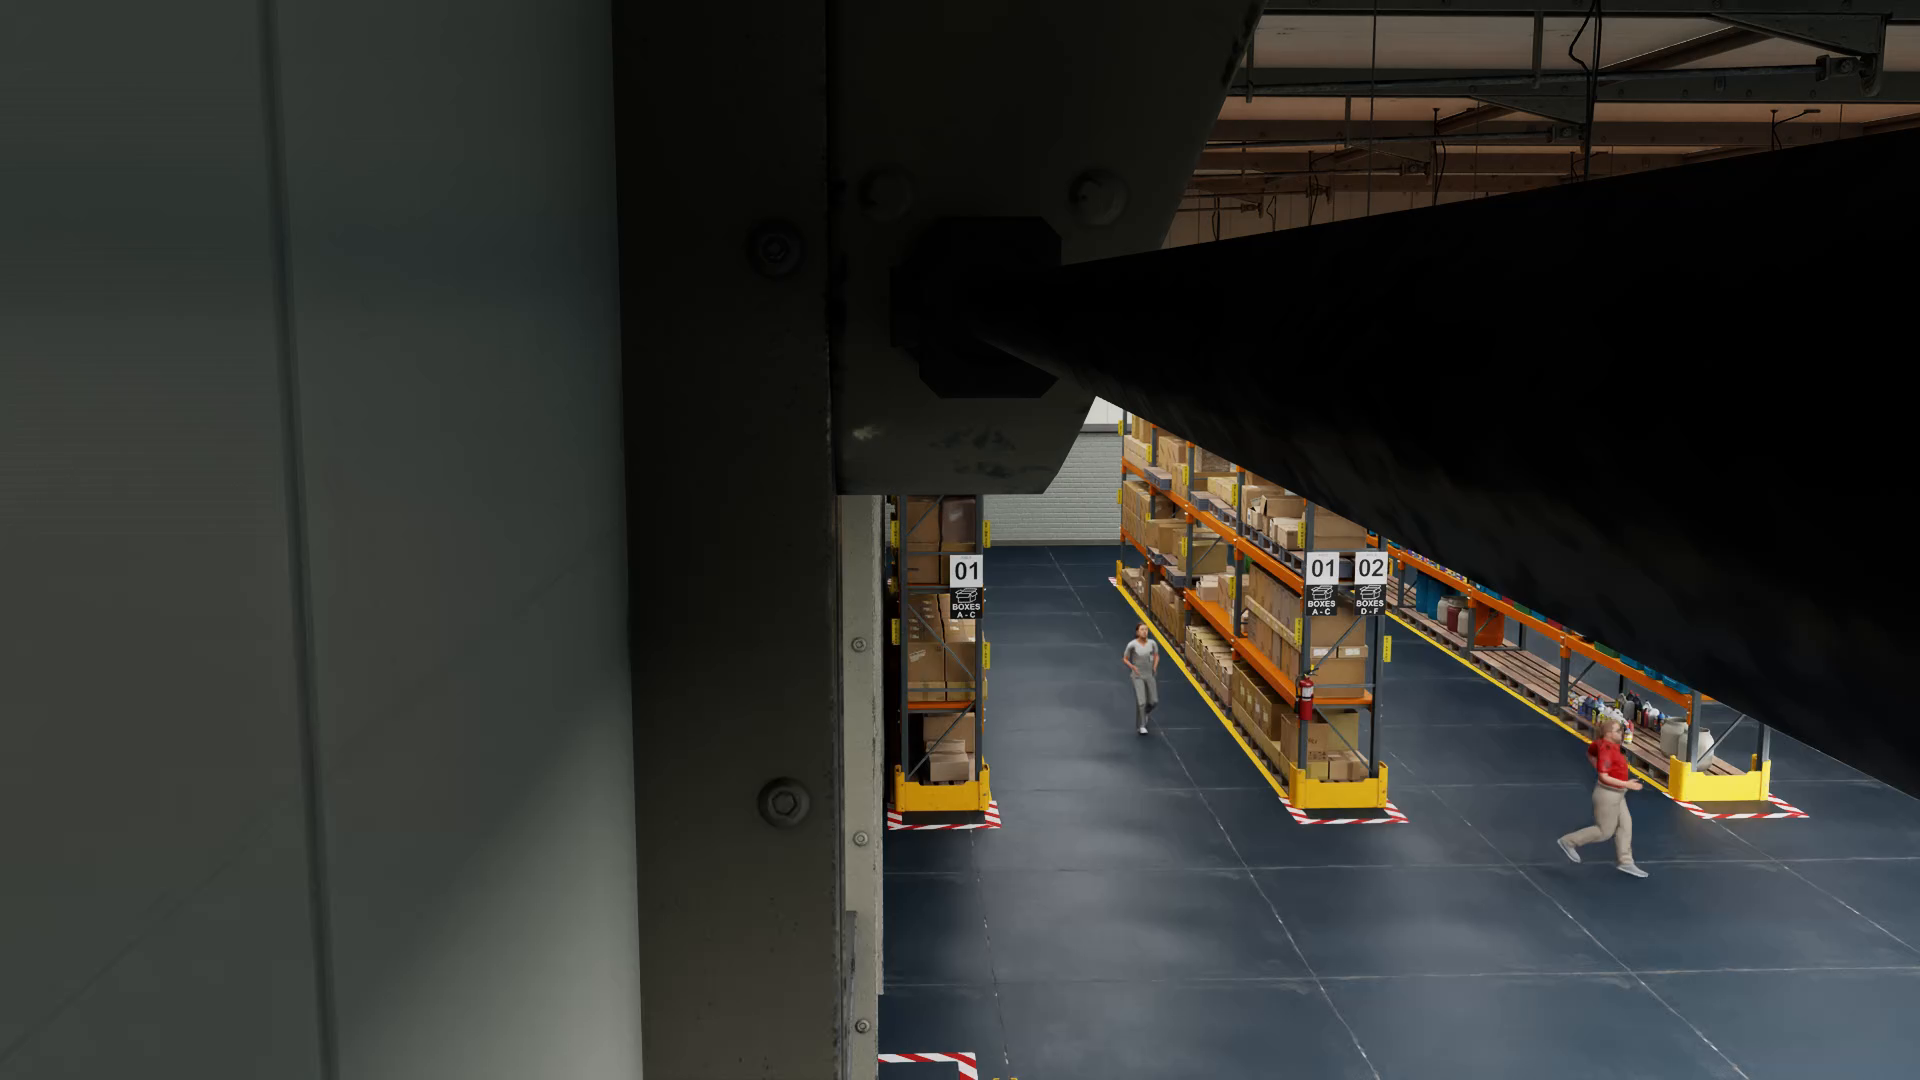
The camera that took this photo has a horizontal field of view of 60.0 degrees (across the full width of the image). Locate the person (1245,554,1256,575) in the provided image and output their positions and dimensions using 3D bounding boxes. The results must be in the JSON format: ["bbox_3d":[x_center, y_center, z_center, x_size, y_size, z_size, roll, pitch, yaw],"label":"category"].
[{"bbox_3d":[6.098,0.301,34.726,0.662,1.770,0.992,-2,9,-13],"label":"person"}]

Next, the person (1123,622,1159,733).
[{"bbox_3d":[2.636,1.985,24.102,0.548,1.620,0.584,-2,9,-11],"label":"person"}]

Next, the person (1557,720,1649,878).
[{"bbox_3d":[7.082,2.822,18.224,0.957,1.734,0.675,4,9,23],"label":"person"}]
